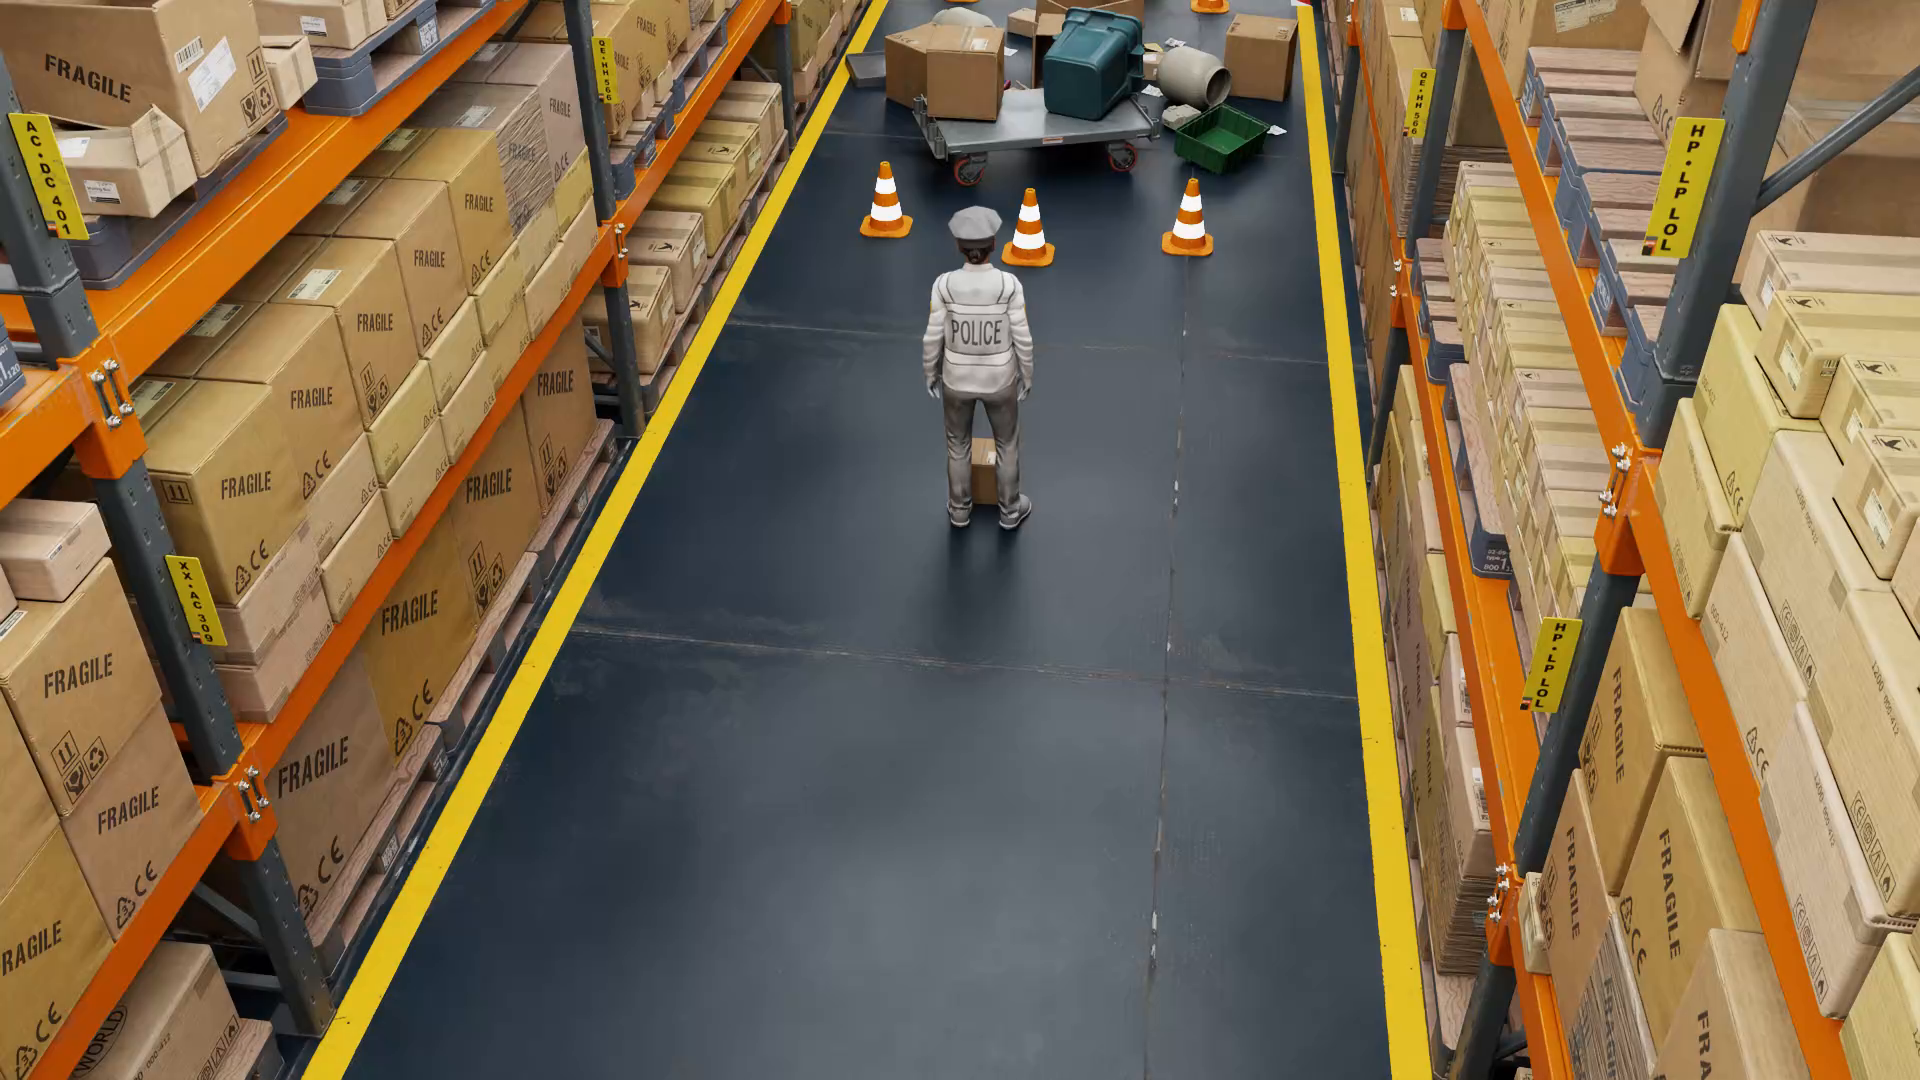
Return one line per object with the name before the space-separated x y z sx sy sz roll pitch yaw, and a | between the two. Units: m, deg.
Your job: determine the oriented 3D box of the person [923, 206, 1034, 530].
person | 0.091 -0.790 8.106 0.546 1.667 0.369 3 36 4
